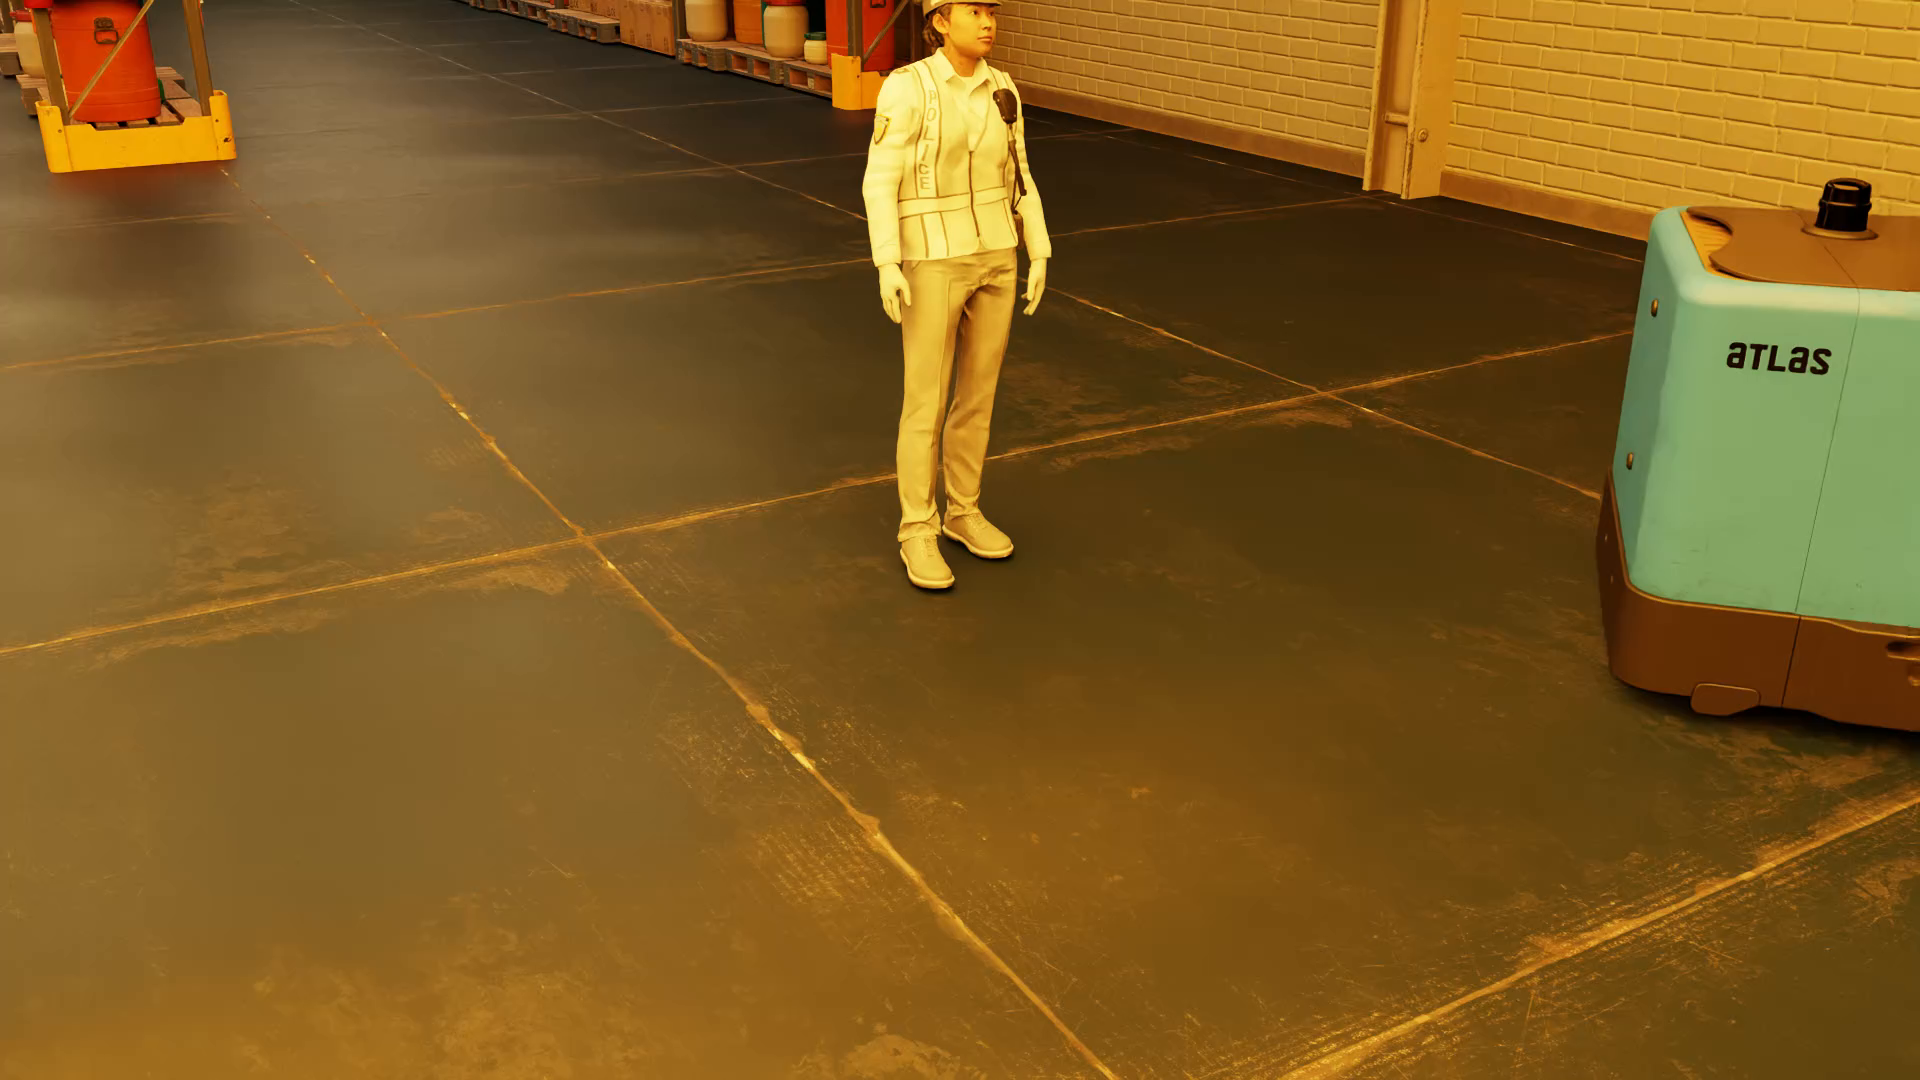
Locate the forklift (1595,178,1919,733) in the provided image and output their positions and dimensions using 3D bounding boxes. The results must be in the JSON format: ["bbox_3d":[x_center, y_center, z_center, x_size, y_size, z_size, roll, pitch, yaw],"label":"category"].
[{"bbox_3d":[3.198,-0.951,3.591,3.031,2.935,1.130,7,23,16],"label":"forklift"}]

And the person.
[{"bbox_3d":[0.028,-0.768,4.753,0.587,1.696,0.534,-12,25,-28],"label":"person"}]
